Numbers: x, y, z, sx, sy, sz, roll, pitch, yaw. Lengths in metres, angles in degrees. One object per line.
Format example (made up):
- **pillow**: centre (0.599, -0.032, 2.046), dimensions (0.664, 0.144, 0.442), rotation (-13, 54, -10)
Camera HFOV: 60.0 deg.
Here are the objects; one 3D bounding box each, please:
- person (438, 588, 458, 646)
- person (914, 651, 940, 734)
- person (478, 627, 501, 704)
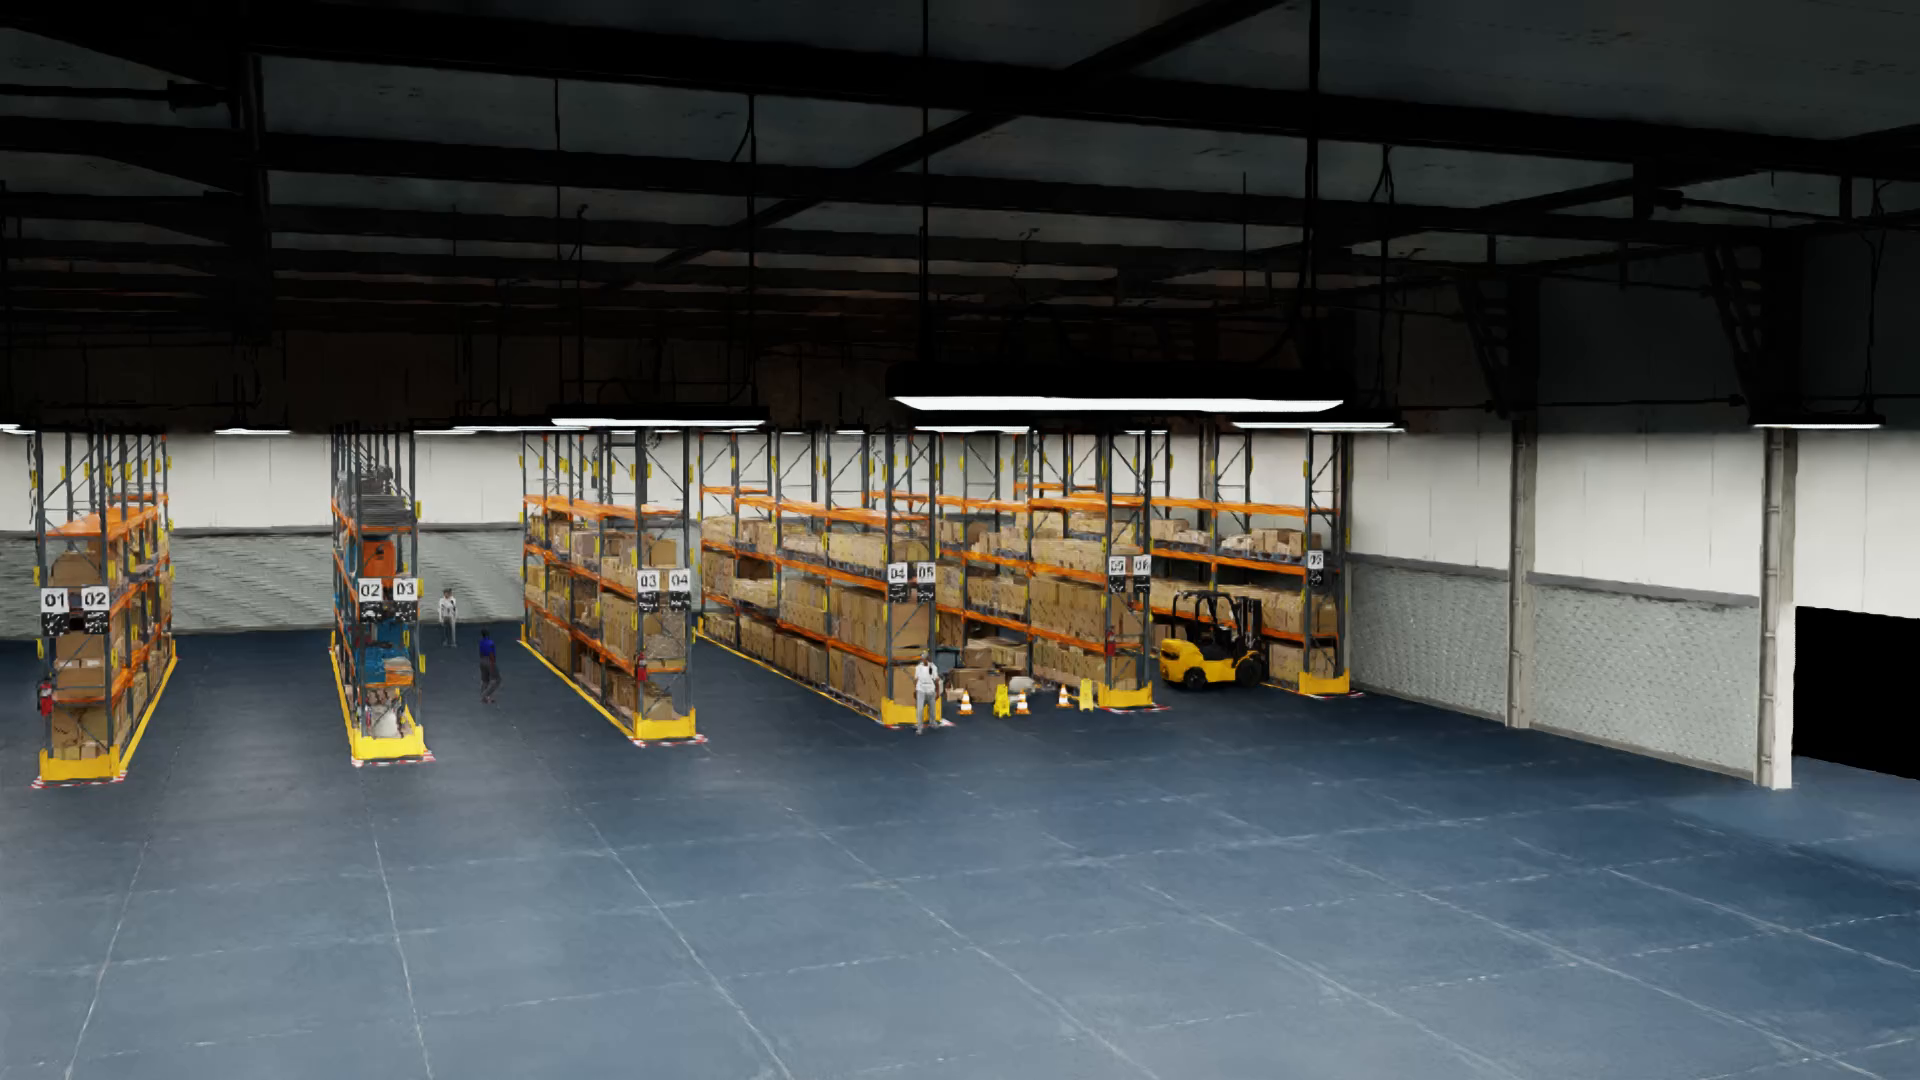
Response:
- **person**: centre (-13.949, 2.077, 45.287), dimensions (0.496, 1.583, 1.073), rotation (-1, 4, -20)
- **person**: centre (-0.638, 2.910, 32.120), dimensions (0.505, 1.600, 0.939), rotation (0, 4, -1)
- **person**: centre (-10.090, 2.683, 35.486), dimensions (0.508, 1.644, 0.423), rotation (3, 5, 40)
